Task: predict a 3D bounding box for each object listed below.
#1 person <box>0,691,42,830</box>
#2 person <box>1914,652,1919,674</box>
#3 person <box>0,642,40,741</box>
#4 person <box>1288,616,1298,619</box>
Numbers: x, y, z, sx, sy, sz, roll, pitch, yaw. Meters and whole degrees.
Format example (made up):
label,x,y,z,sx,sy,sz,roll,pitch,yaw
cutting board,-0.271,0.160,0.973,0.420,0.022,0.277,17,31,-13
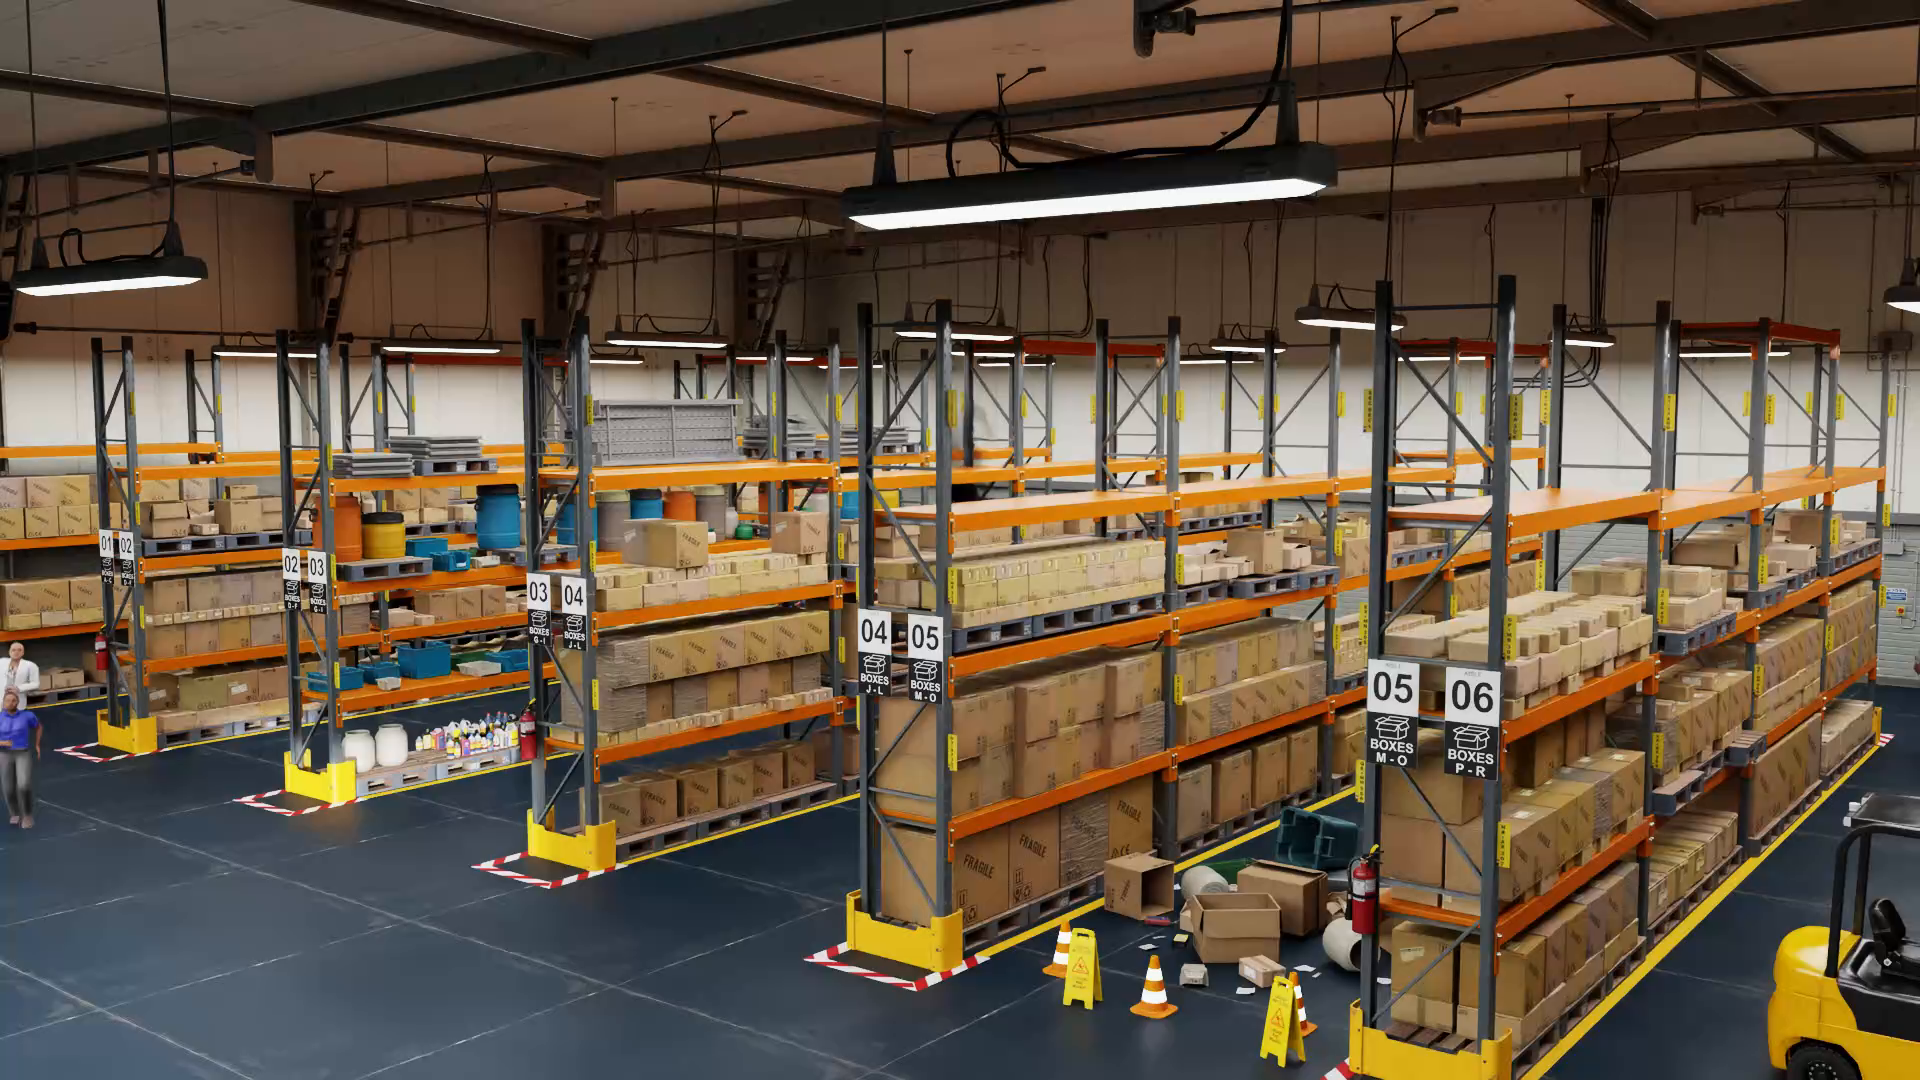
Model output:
label,x,y,z,sx,sy,sz,roll,pitch,yaw
person,-11.227,2.625,19.781,0.544,1.664,0.688,-2,5,-25
person,14.372,2.179,24.401,0.670,1.814,0.598,3,6,32
person,-13.231,2.296,23.170,0.752,1.757,0.696,-2,6,-26
person,5.114,2.026,25.362,0.655,1.742,0.907,4,7,40
